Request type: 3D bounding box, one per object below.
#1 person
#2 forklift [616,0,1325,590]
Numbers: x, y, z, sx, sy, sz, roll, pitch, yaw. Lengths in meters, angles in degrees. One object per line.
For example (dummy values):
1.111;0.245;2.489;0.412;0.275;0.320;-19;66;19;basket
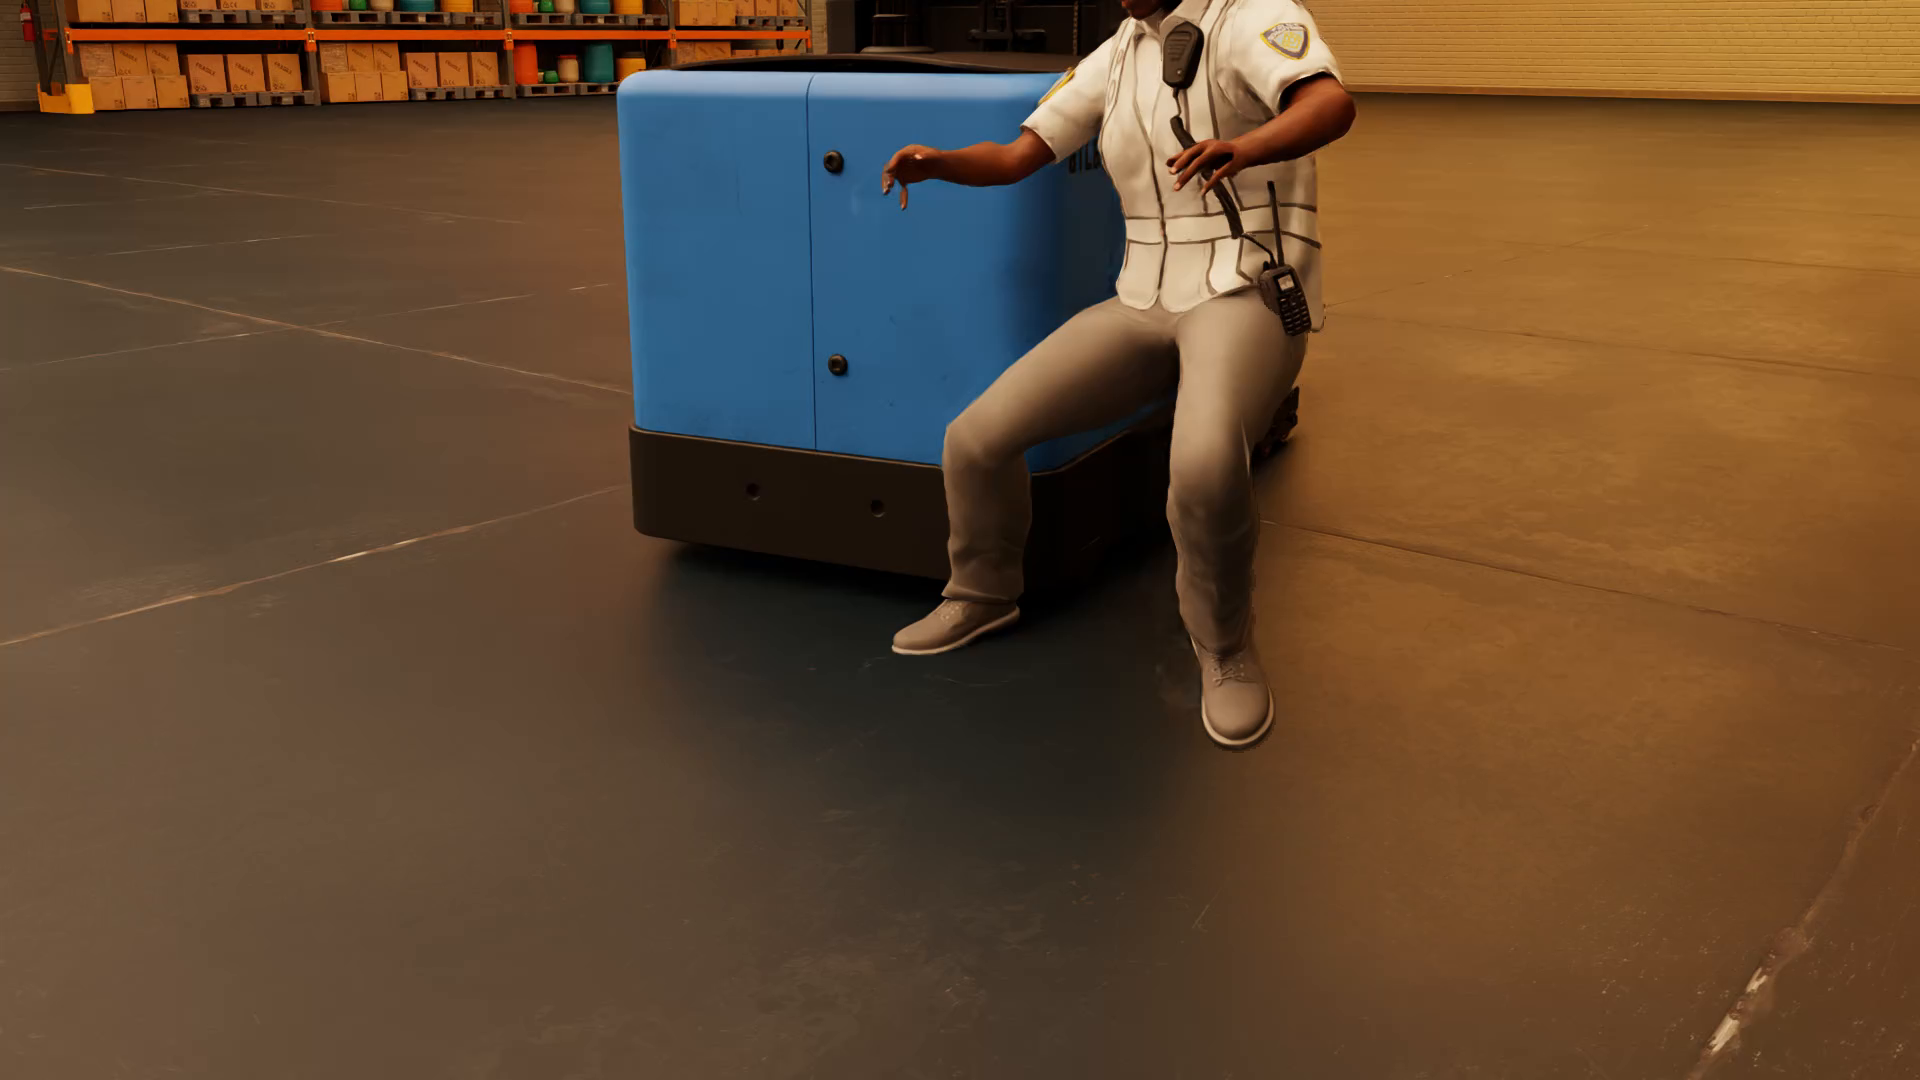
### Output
0.251;-0.396;2.810;0.737;1.455;0.916;-11;20;-32;person
0.348;-1.684;4.444;1.130;2.935;3.031;8;19;24;forklift
